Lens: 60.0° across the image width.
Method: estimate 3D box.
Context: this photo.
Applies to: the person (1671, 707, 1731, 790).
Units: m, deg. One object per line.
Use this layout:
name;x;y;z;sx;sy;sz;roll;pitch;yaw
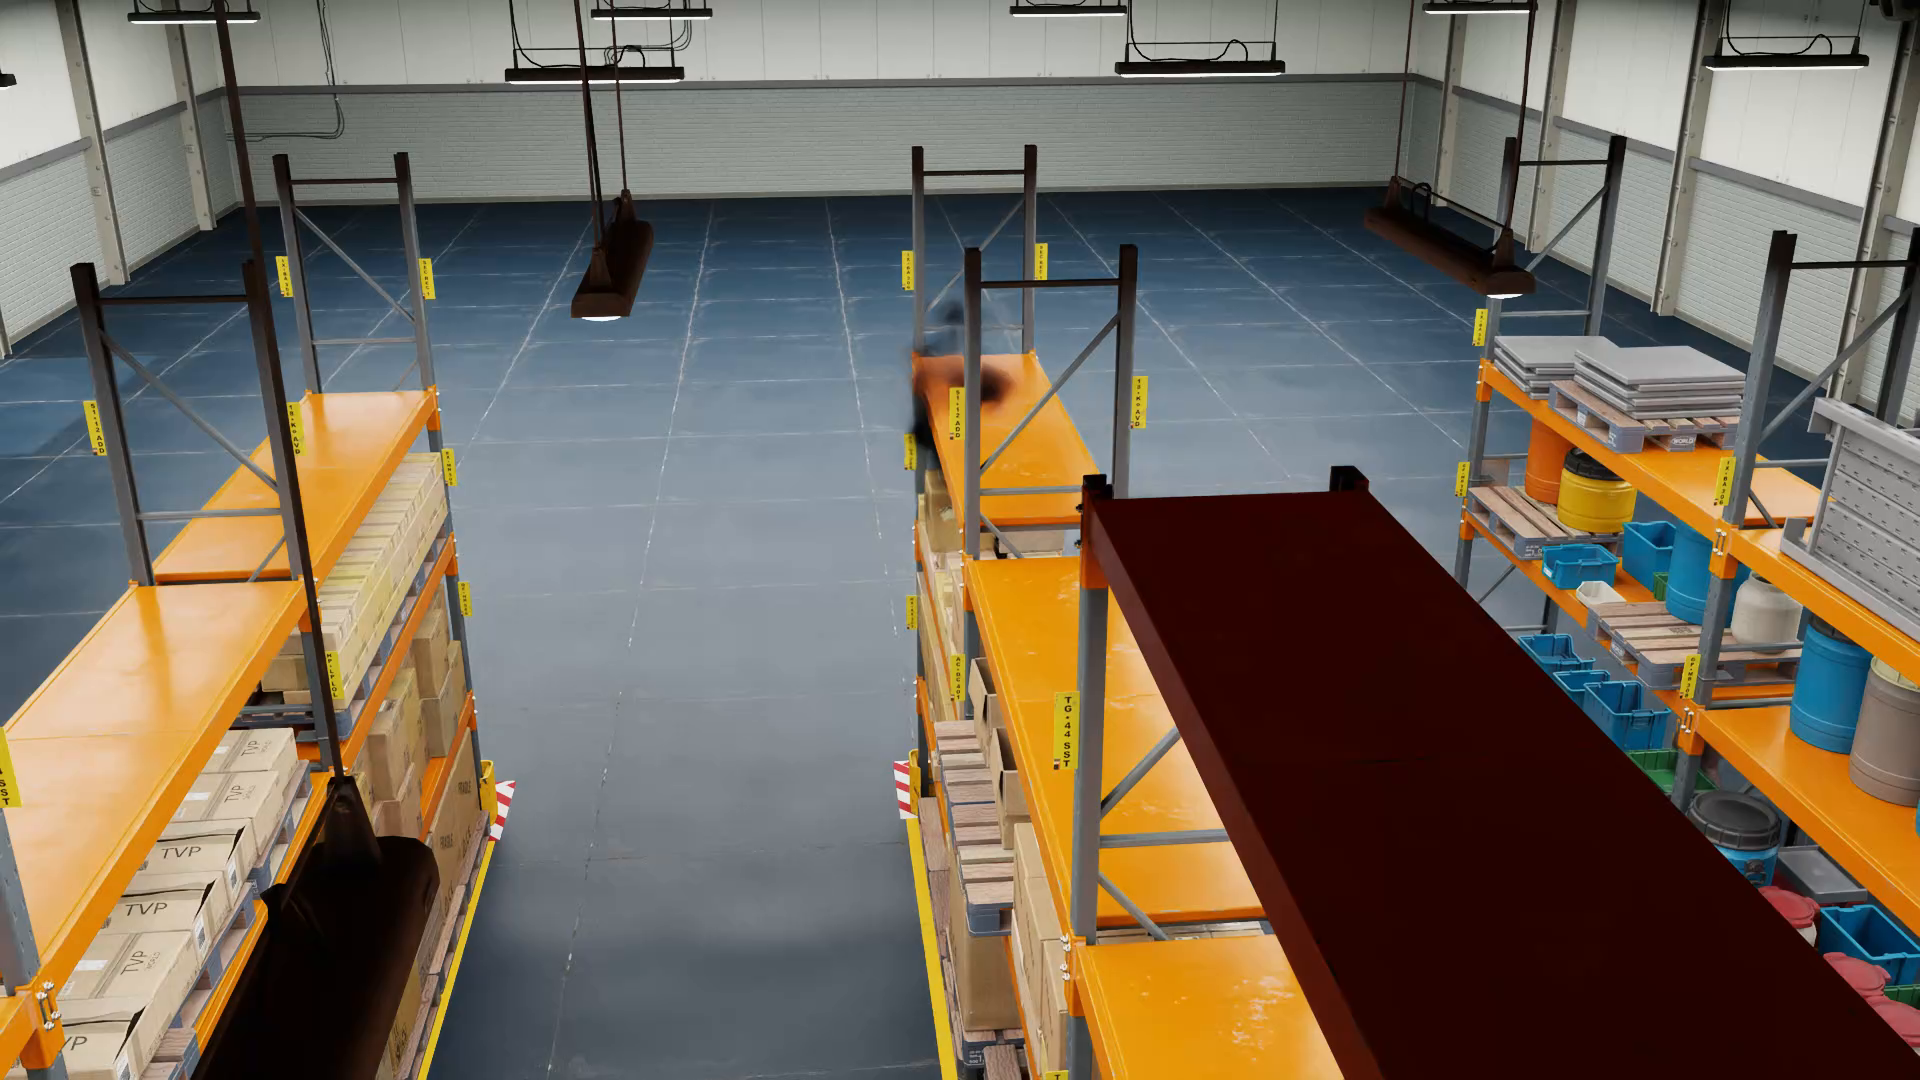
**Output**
person;6.652;1.717;14.903;0.651;1.735;0.881;-3;22;-7
